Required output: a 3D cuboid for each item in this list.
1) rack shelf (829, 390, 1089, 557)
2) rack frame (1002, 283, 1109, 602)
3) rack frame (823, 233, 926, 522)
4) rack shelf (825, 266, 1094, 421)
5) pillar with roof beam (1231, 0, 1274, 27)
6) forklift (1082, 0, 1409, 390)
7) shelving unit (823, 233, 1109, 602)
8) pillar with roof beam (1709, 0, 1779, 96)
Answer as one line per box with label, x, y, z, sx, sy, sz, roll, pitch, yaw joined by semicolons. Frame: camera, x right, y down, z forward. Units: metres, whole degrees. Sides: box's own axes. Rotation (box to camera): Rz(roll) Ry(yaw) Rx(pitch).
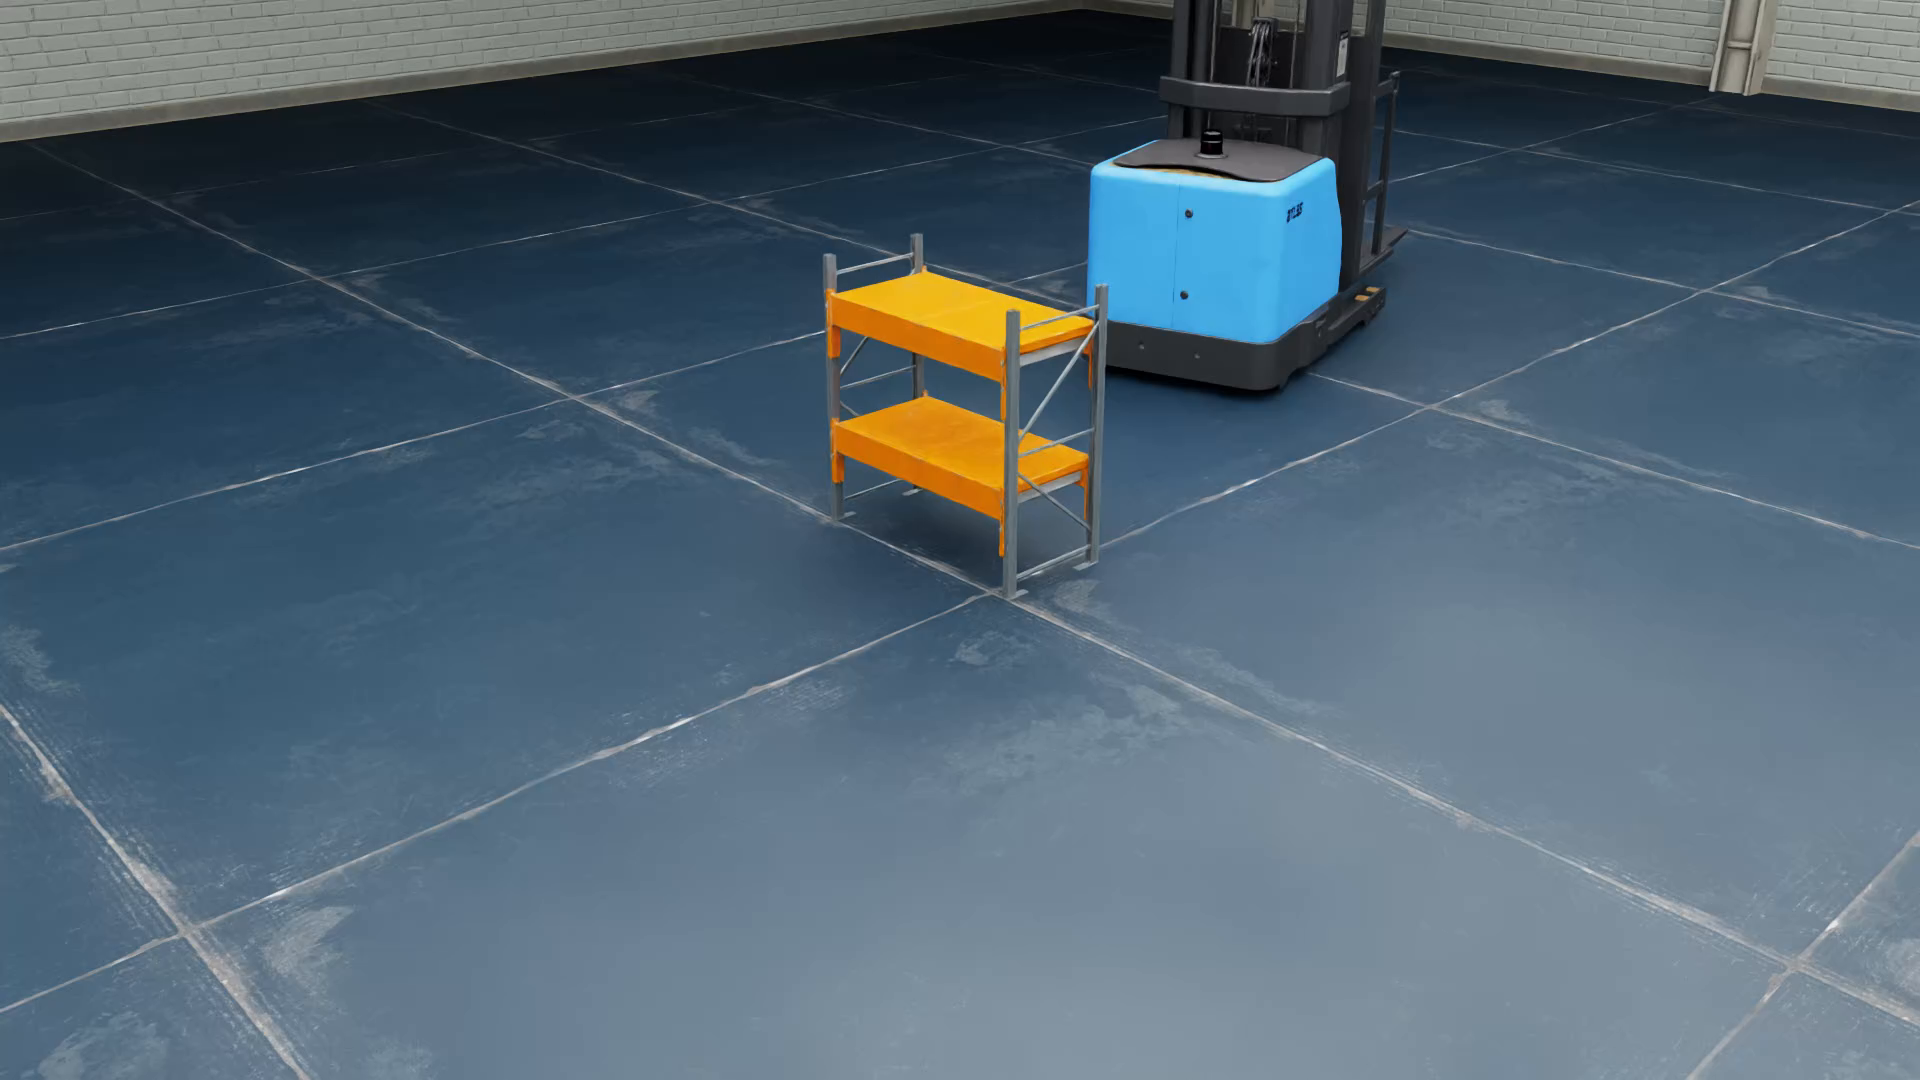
rack shelf;0.005;-0.287;6.614;0.538;0.278;1.000;-21;32;-38
rack frame;0.352;-0.356;6.174;0.500;1.125;0.032;-21;32;-38
rack frame;-0.343;-0.664;6.850;0.500;1.125;0.032;-21;32;-38
rack shelf;0.005;-0.776;6.391;0.538;0.278;1.000;-21;32;-38
pillar with roof beam;0.447;-9.140;15.944;9.100;9.000;0.400;-21;32;-38
forklift;1.804;-2.641;9.008;1.130;2.935;3.031;13;28;27
shelving unit;0.005;-0.510;6.512;0.538;1.125;1.048;-21;32;-38
pillar with roof beam;4.548;-7.323;11.959;9.100;9.000;0.400;-21;32;-38
